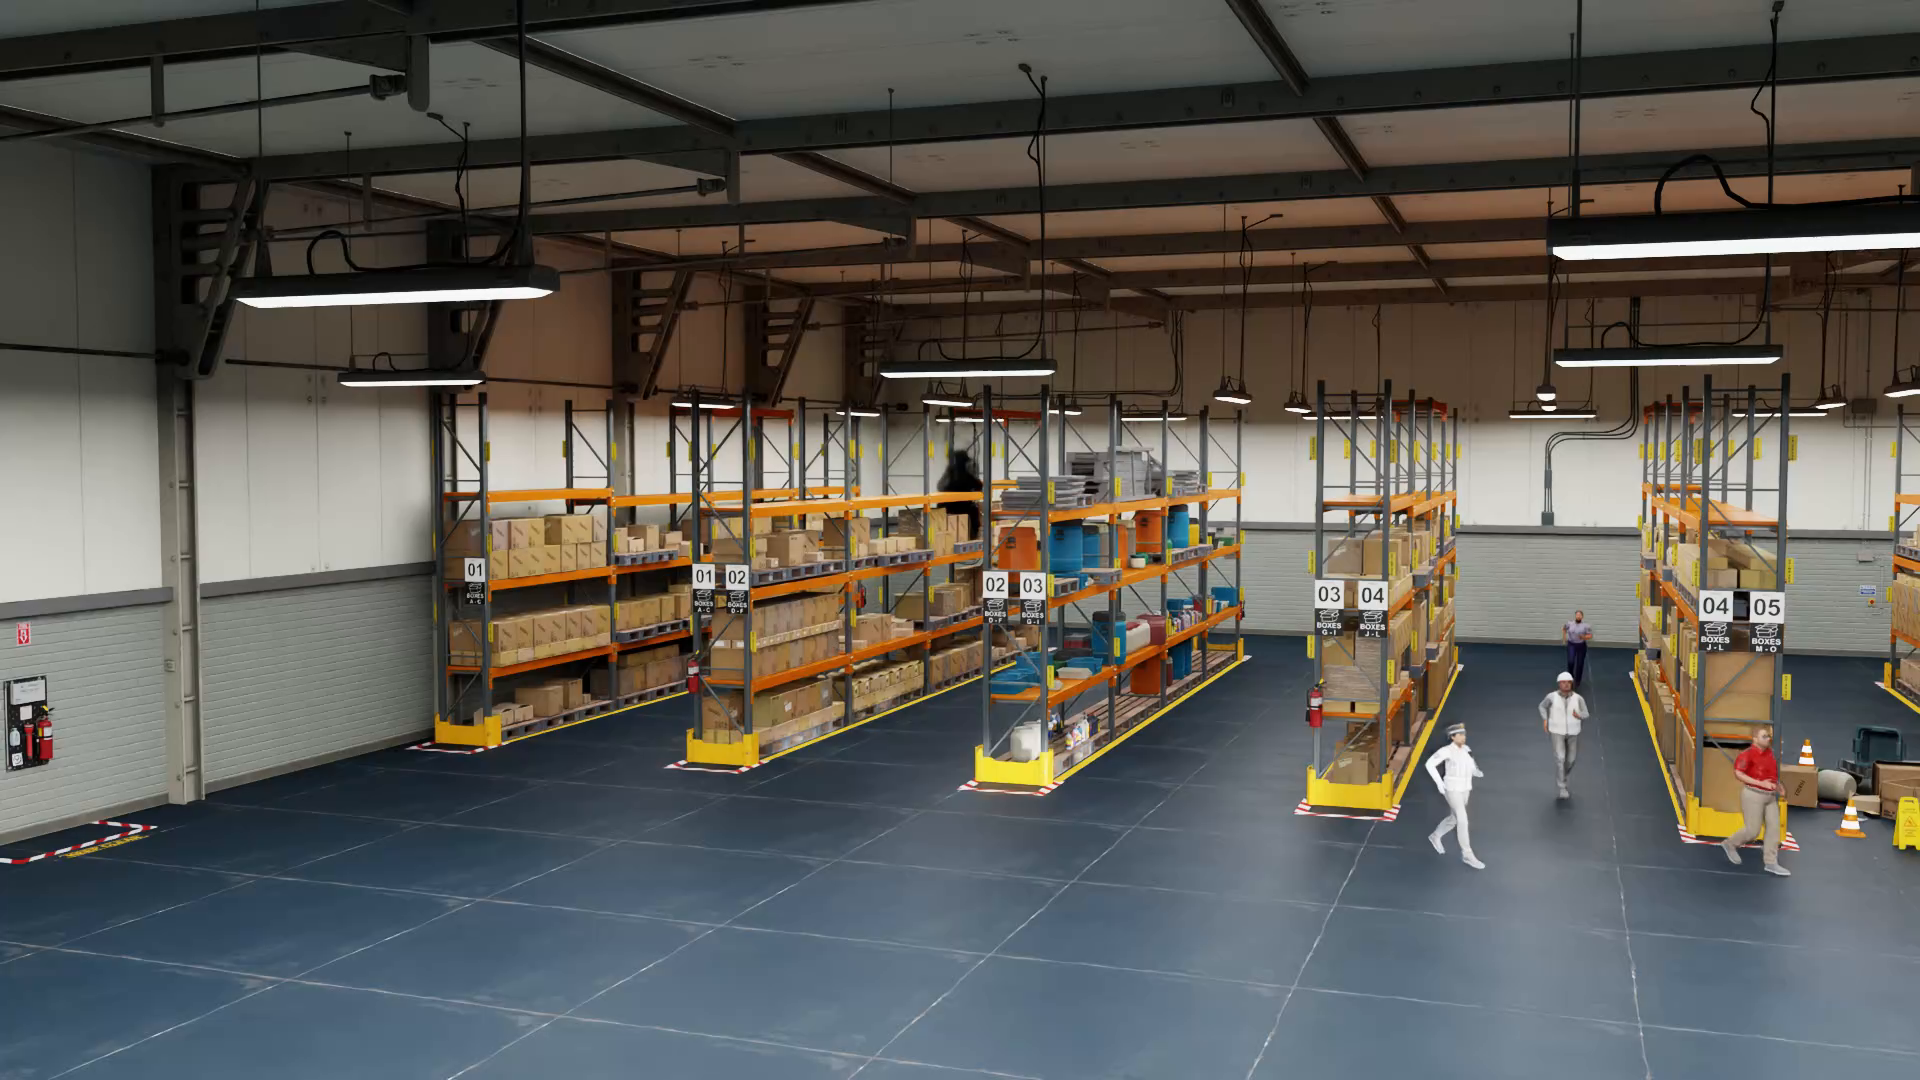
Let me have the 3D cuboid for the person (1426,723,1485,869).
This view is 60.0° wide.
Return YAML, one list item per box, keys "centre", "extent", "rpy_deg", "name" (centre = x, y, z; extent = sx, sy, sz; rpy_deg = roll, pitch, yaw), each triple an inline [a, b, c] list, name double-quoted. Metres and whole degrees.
- centre: [6.027, 3.051, 20.186]
  extent: [0.614, 1.689, 0.921]
  rpy_deg: [-2, 4, -33]
  name: "person"

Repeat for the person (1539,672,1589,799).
- centre: [8.794, 2.801, 24.187]
  extent: [0.653, 1.760, 0.961]
  rpy_deg: [0, 3, 8]
  name: "person"

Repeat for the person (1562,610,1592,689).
- centre: [13.025, 2.326, 35.098]
  extent: [0.593, 1.699, 0.693]
  rpy_deg: [1, 3, 18]
  name: "person"

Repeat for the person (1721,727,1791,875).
- centre: [9.510, 3.081, 19.823]
  extent: [0.686, 1.708, 0.829]
  rpy_deg: [-1, 3, -25]
  name: "person"
